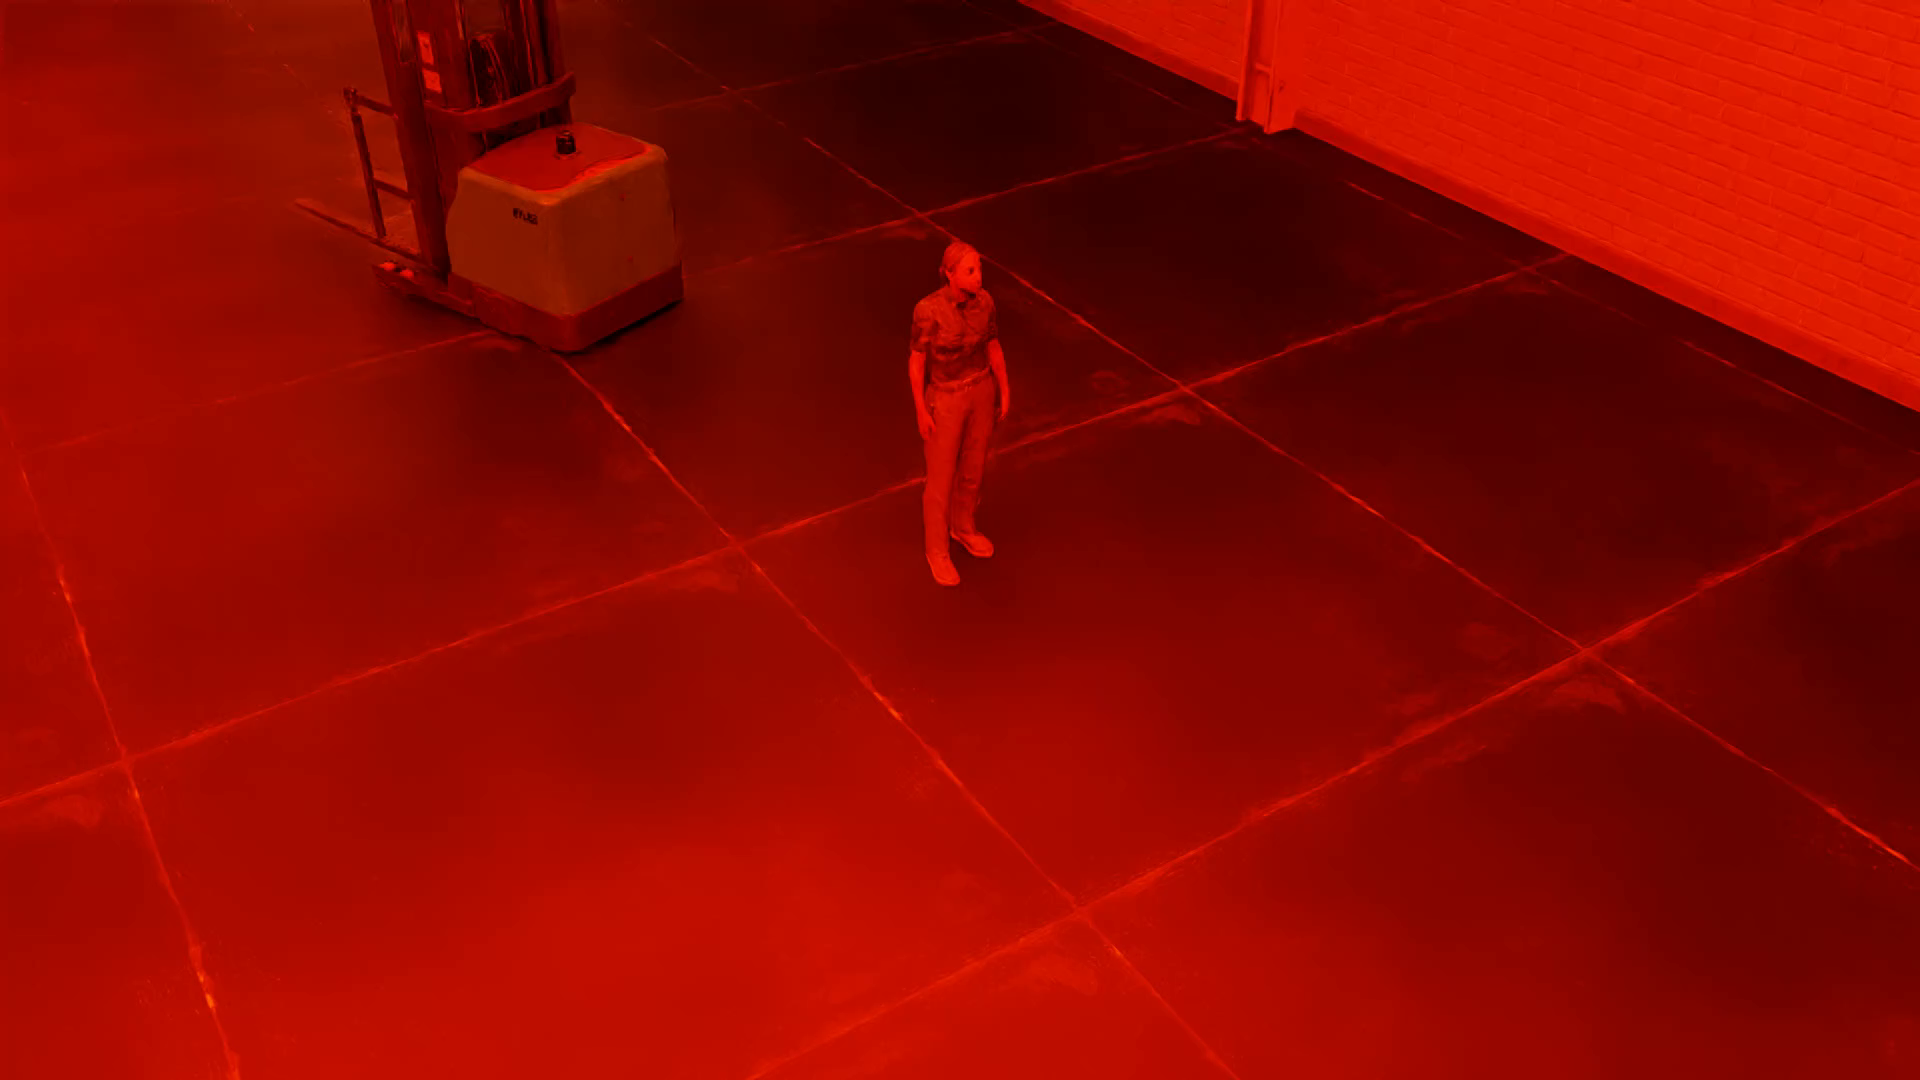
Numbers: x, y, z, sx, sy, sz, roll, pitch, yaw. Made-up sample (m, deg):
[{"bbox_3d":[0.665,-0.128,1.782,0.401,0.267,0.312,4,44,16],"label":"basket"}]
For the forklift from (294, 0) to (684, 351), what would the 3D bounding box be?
[{"bbox_3d":[-3.285,-3.038,10.471,3.031,2.935,1.130,23,41,29],"label":"forklift"}]

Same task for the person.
[{"bbox_3d":[0.031,-0.634,8.148,0.570,1.654,0.503,-21,40,-27],"label":"person"}]
